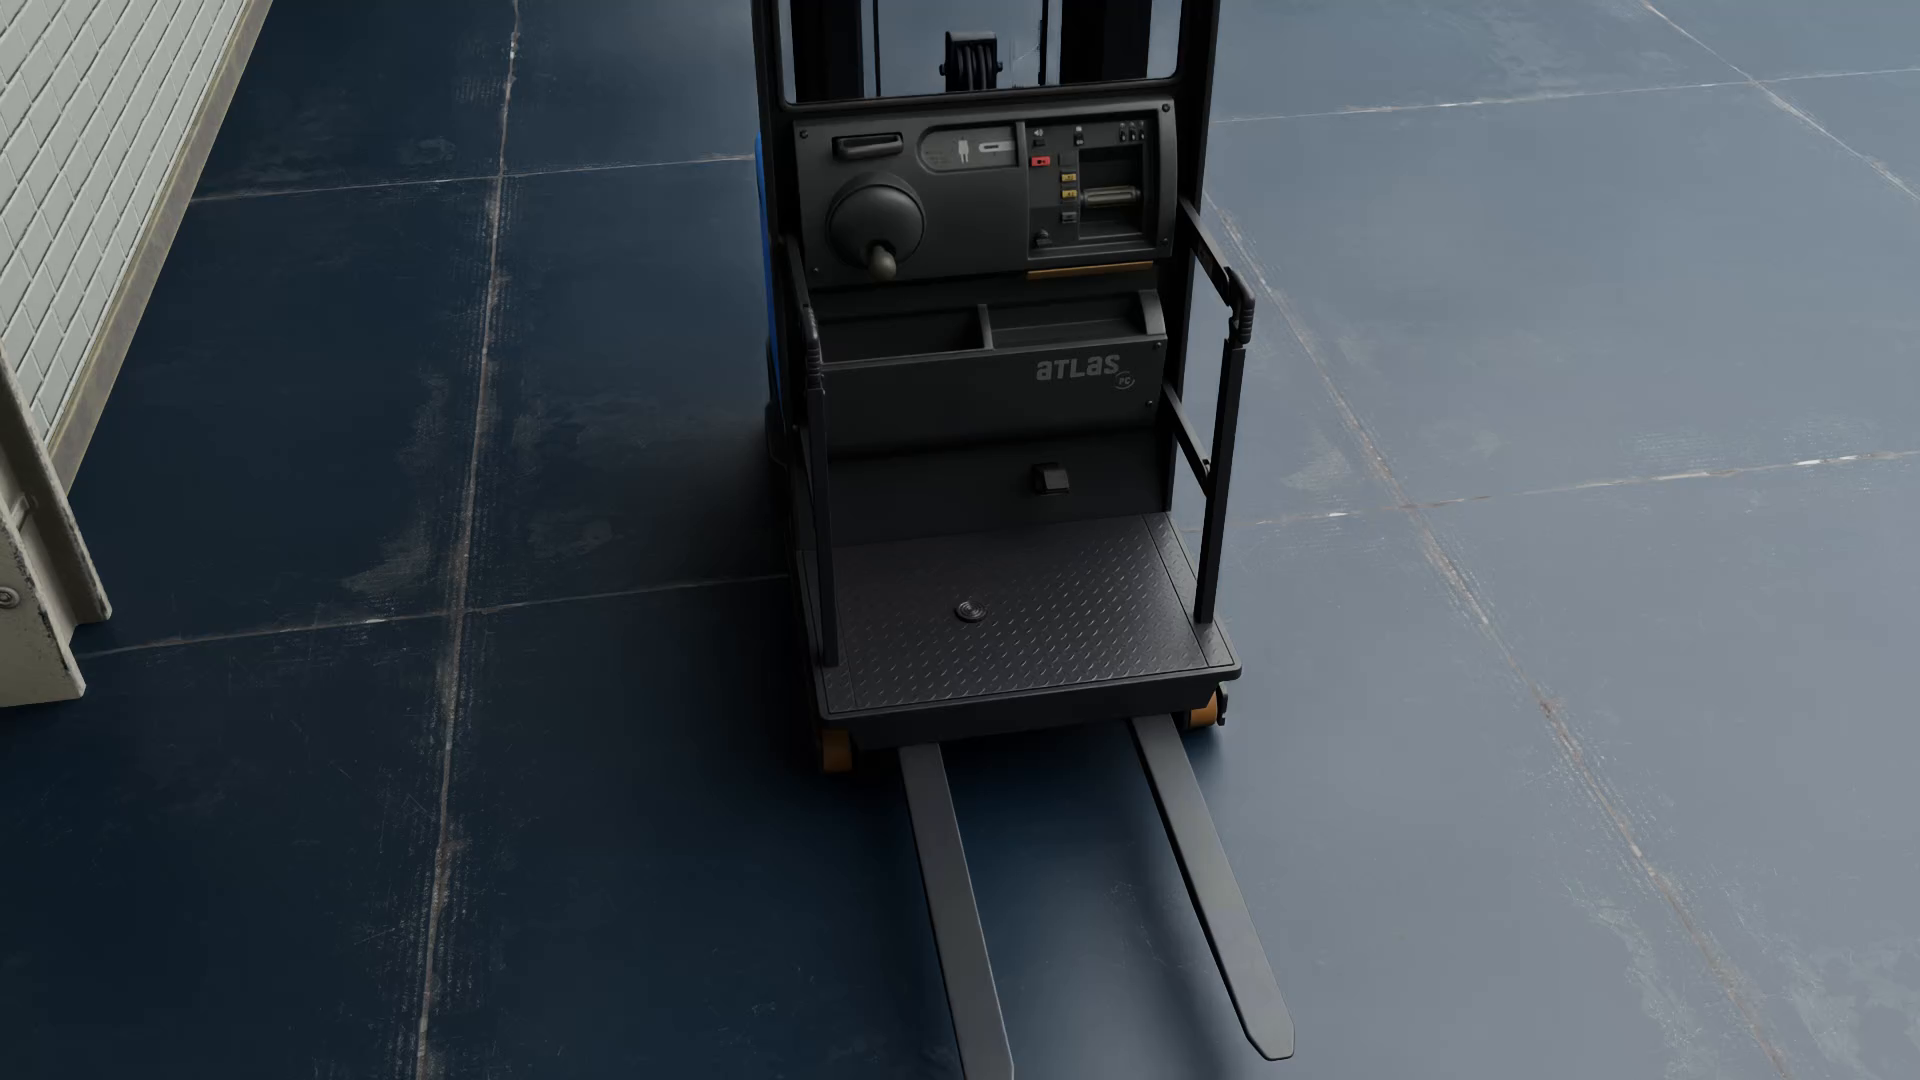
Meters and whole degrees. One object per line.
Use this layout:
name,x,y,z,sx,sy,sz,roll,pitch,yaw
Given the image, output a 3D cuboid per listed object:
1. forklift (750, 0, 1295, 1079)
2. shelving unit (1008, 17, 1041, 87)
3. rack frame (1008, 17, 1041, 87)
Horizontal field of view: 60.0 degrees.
forklift,0.109,-0.777,3.861,1.130,2.935,3.031,-6,38,-8
shelving unit,0.321,-1.167,5.756,0.189,1.200,0.258,14,37,24
rack frame,0.240,-1.187,5.793,0.006,1.200,0.240,14,37,24
